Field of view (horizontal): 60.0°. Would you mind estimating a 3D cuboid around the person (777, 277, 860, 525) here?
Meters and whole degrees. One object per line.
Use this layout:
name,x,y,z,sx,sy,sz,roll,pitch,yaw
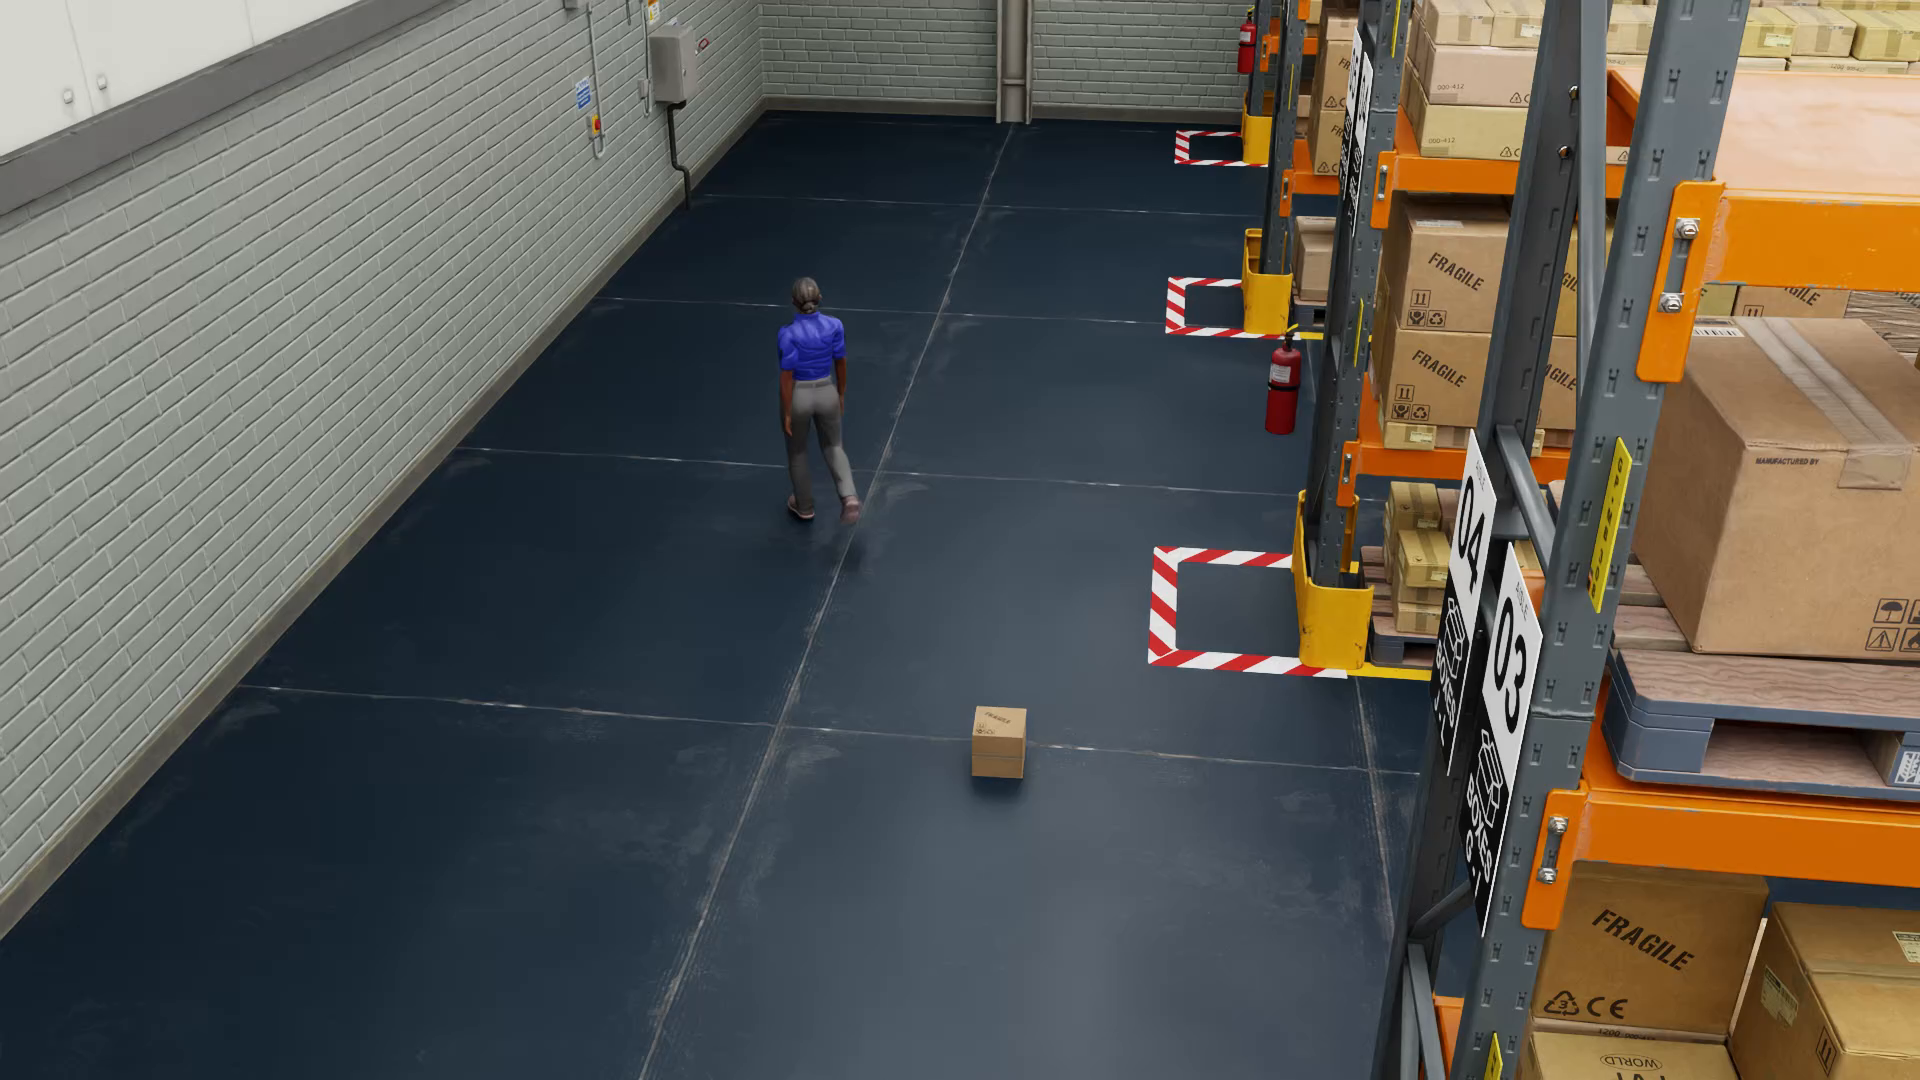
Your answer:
person,-0.882,-0.826,10.120,0.445,1.631,0.708,-12,31,-20
